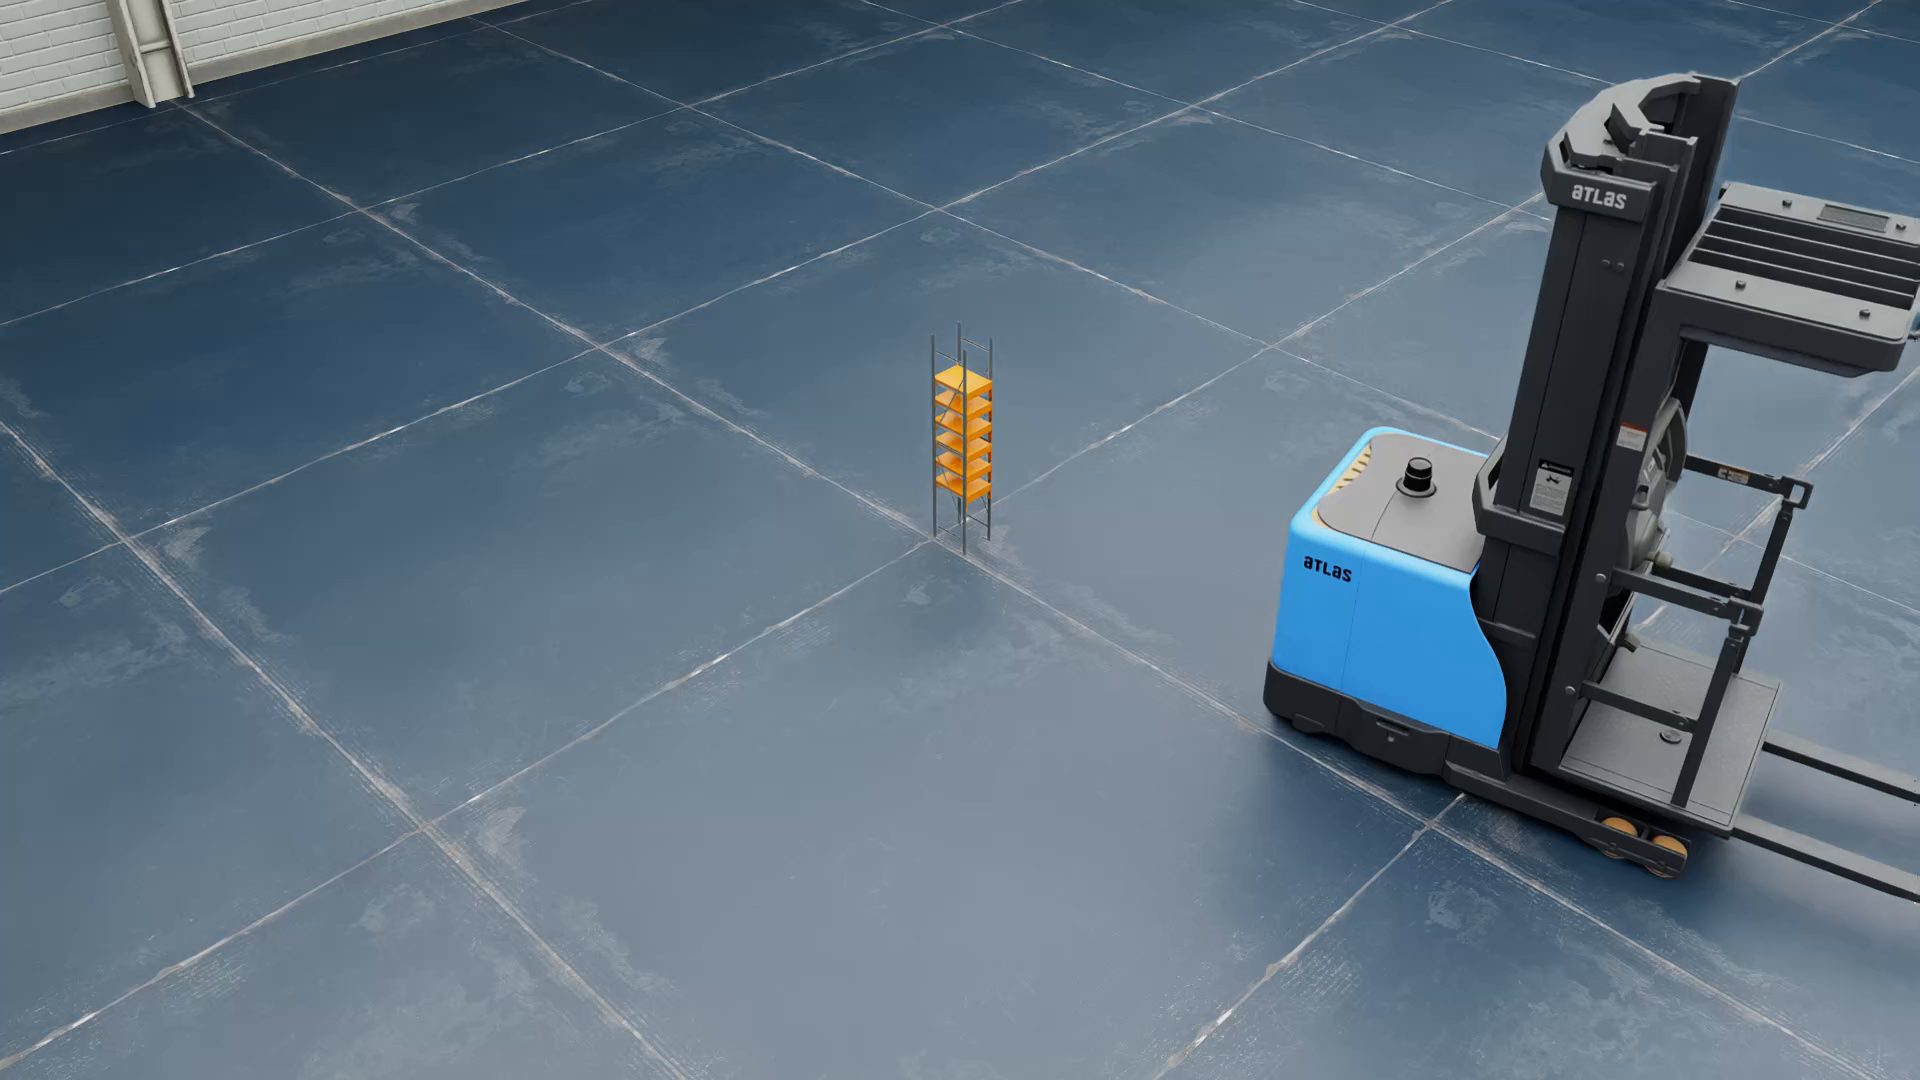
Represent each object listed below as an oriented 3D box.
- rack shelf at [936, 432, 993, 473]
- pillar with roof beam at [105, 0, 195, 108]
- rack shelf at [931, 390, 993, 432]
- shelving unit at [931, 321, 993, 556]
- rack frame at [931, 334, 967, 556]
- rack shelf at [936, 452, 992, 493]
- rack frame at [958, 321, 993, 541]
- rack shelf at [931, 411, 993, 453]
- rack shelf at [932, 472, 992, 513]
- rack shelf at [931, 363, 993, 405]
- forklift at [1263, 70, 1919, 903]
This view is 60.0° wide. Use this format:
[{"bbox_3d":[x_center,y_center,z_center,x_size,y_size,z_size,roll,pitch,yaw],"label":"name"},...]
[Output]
[{"bbox_3d":[0.010,-0.462,8.431,0.258,0.103,0.180,30,45,35],"label":"rack shelf"},{"bbox_3d":[-3.704,-5.715,9.068,9.100,9.000,0.400,30,45,35],"label":"pillar with roof beam"},{"bbox_3d":[0.010,-0.658,8.294,0.258,0.103,0.180,30,45,35],"label":"rack shelf"},{"bbox_3d":[0.010,-0.498,8.406,0.258,1.200,0.189,30,45,35],"label":"shelving unit"},{"bbox_3d":[-0.054,-0.461,8.353,0.240,1.200,0.006,30,45,35],"label":"rack frame"},{"bbox_3d":[0.010,-0.363,8.500,0.258,0.103,0.180,30,45,35],"label":"rack shelf"},{"bbox_3d":[0.075,-0.535,8.459,0.240,1.200,0.006,30,45,35],"label":"rack frame"},{"bbox_3d":[0.010,-0.560,8.363,0.258,0.103,0.180,30,45,35],"label":"rack shelf"},{"bbox_3d":[0.010,-0.265,8.569,0.258,0.103,0.180,30,45,35],"label":"rack shelf"},{"bbox_3d":[0.010,-0.757,8.225,0.258,0.103,0.180,30,45,35],"label":"rack shelf"},{"bbox_3d":[2.897,-0.179,6.434,3.031,2.935,1.130,20,40,26],"label":"forklift"}]
